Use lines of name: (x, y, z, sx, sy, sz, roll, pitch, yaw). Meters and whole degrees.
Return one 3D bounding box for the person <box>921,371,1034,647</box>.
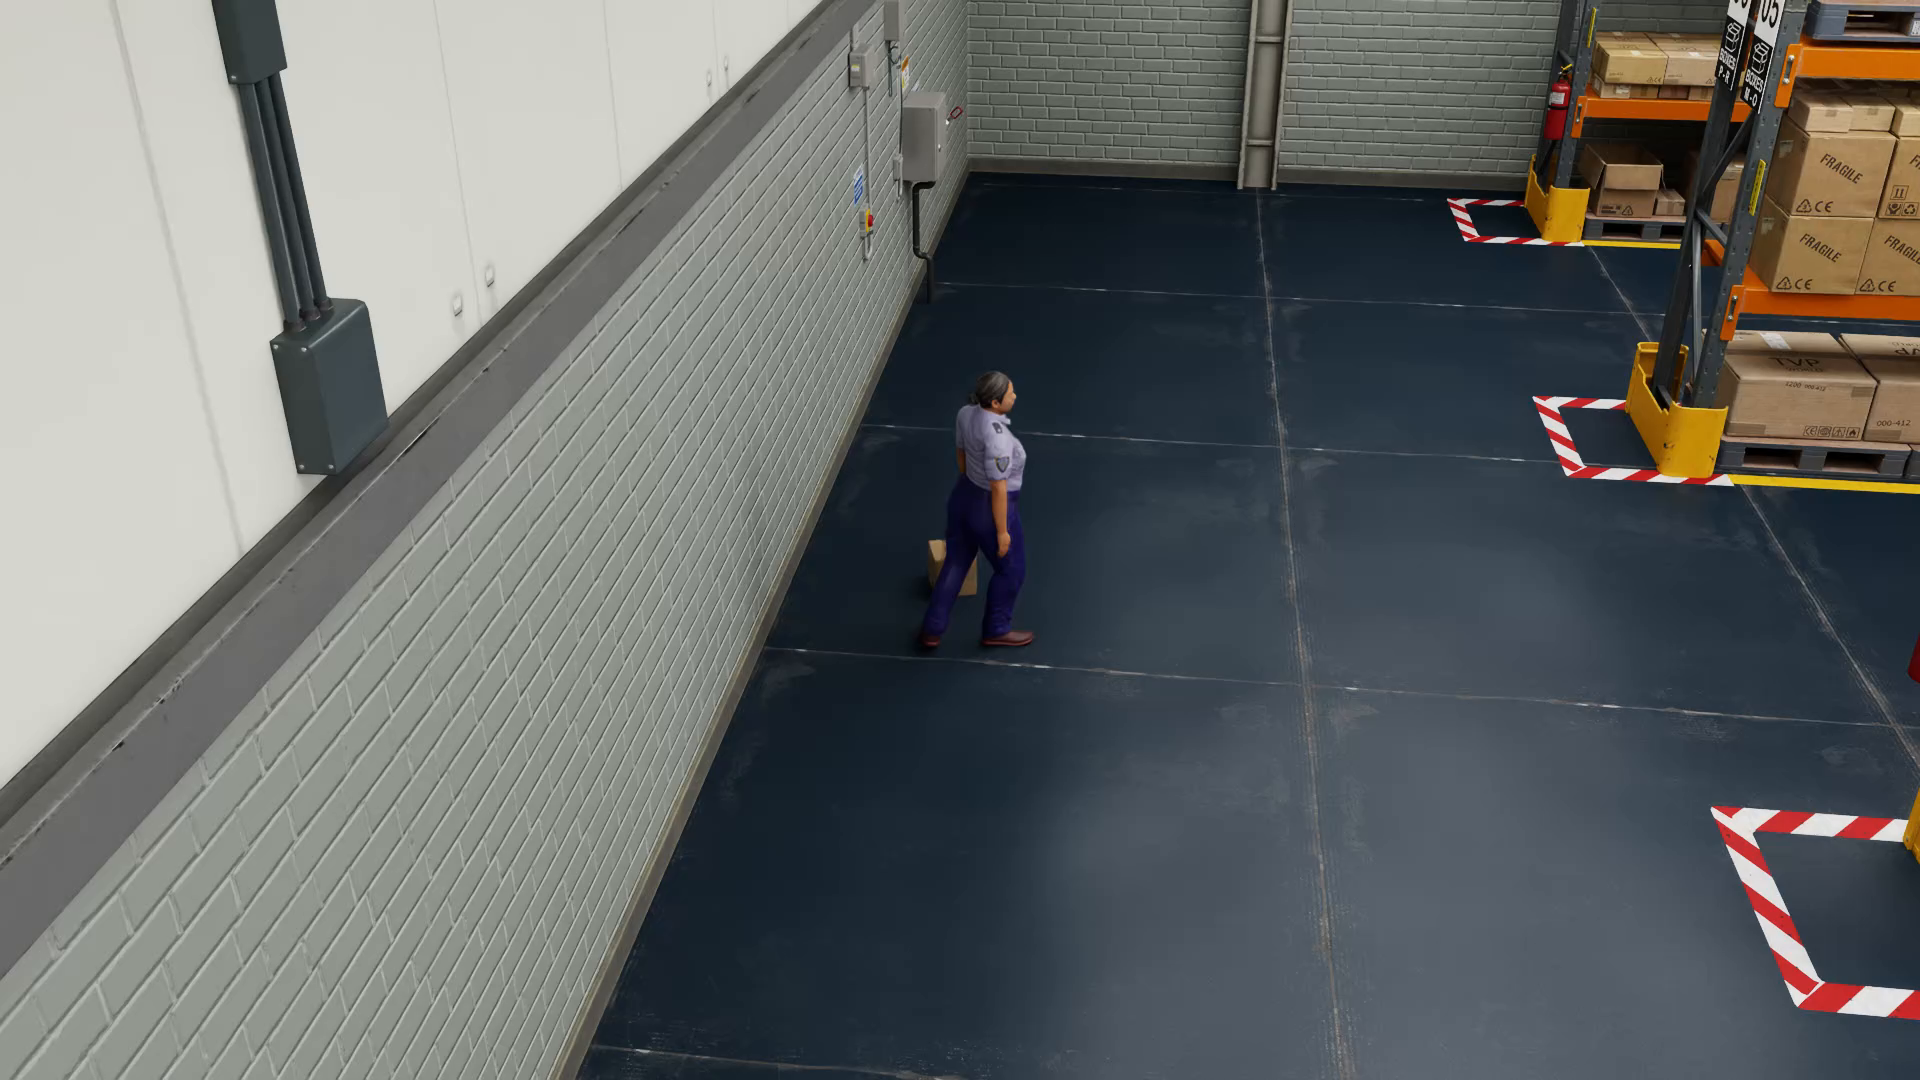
person: (0.088, -0.128, 8.916, 0.598, 1.606, 0.554, -16, 32, -27)
